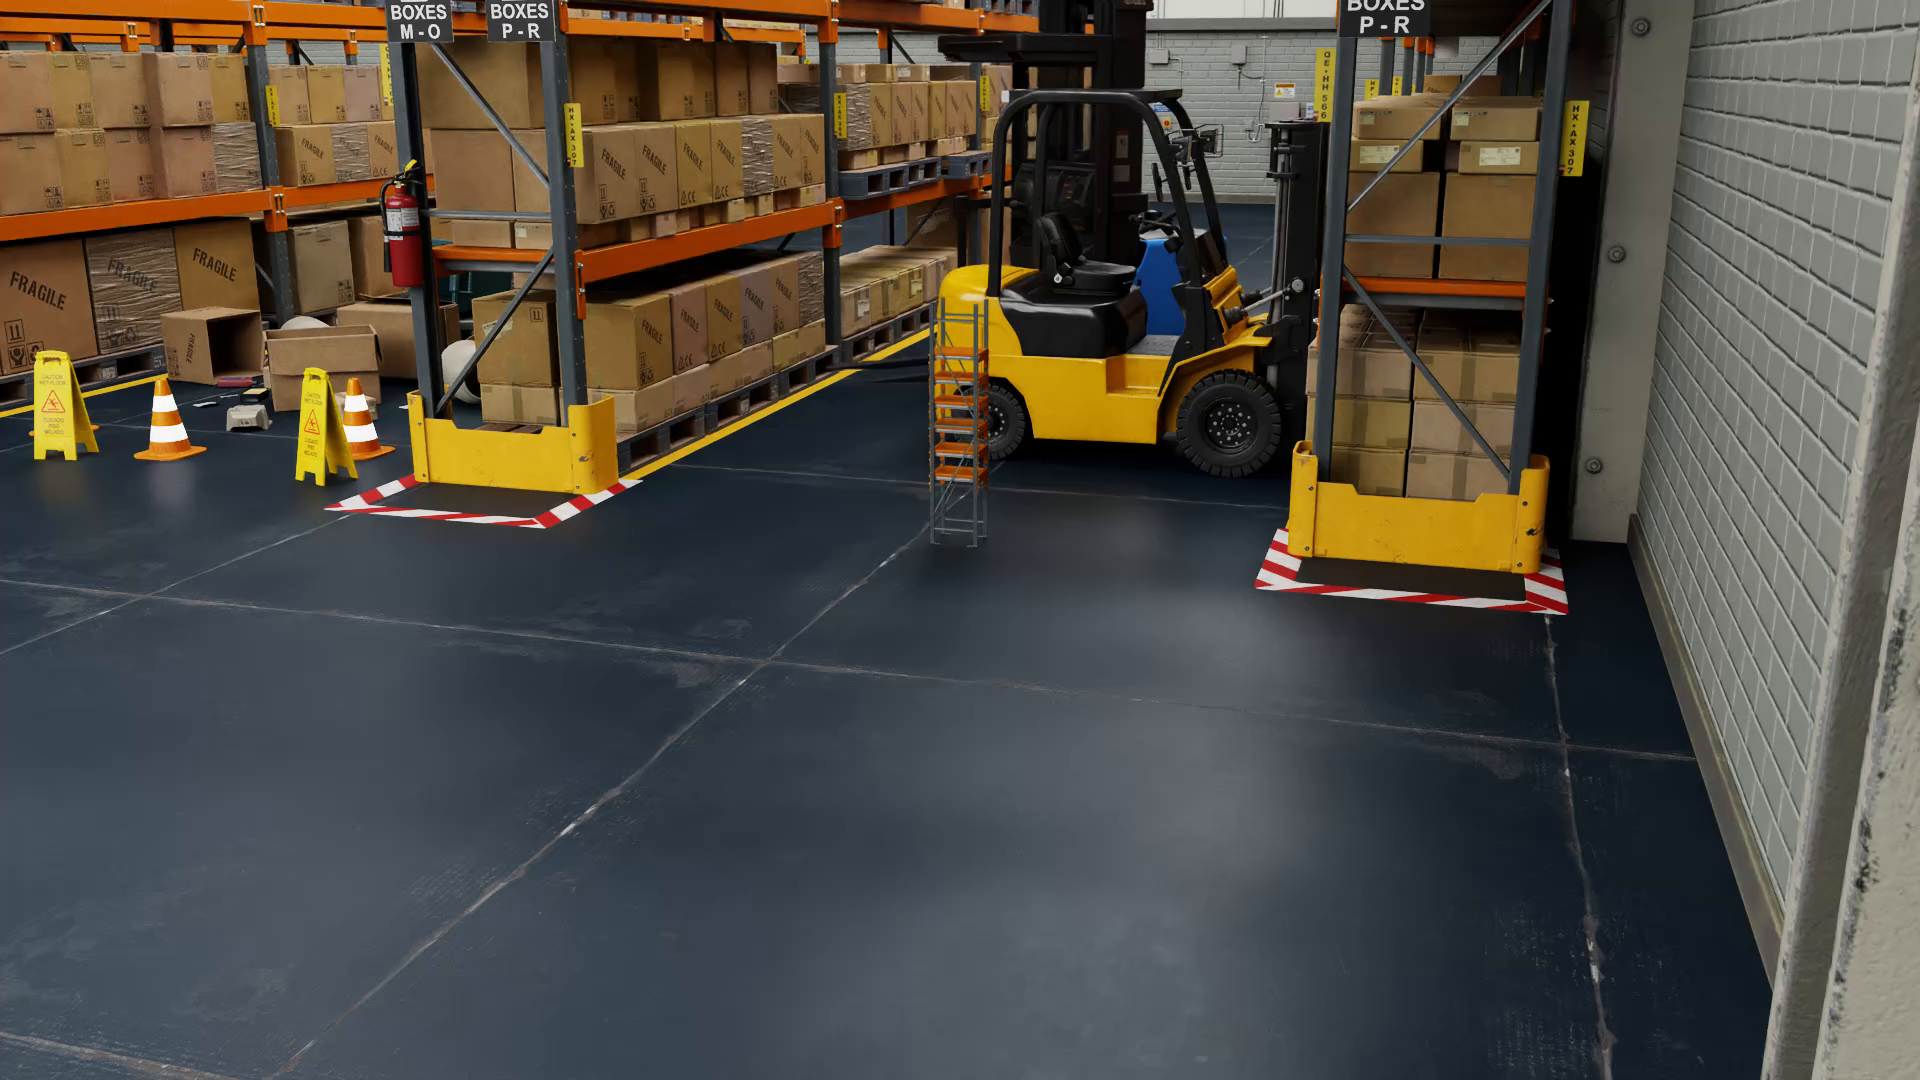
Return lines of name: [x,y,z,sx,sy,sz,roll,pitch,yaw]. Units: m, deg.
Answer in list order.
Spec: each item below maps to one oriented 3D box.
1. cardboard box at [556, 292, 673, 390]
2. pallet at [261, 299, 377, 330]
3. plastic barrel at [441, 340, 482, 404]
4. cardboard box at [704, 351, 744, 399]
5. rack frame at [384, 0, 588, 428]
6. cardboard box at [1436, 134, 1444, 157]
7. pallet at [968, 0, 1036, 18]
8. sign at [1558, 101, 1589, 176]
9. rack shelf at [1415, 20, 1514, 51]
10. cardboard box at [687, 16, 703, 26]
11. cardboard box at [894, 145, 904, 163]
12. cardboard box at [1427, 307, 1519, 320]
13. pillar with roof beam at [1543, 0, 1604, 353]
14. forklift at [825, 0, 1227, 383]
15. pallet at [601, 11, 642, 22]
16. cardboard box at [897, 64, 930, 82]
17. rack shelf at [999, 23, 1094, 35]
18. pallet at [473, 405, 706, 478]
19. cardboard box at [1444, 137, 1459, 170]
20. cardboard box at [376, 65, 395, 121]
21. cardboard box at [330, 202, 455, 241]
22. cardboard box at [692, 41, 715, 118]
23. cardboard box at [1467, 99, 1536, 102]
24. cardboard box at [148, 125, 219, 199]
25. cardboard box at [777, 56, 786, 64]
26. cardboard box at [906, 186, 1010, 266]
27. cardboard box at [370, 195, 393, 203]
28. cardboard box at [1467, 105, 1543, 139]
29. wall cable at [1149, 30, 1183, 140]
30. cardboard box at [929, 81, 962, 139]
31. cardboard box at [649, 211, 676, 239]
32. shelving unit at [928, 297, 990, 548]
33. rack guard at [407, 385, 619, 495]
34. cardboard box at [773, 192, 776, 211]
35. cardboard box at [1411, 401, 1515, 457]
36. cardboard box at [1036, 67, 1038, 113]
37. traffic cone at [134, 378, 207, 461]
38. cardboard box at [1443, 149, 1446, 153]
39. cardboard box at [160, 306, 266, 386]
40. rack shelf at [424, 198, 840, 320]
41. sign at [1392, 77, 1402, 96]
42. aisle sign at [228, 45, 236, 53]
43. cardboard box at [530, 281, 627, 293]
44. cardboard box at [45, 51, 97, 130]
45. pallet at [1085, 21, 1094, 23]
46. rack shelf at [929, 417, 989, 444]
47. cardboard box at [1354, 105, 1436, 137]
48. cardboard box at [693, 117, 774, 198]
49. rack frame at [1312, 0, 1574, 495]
cardboard box: [-2.059,-1.196,9.945,0.500,0.500,0.500,4,16,14]
pallet: [-6.051,-2.031,15.102,1.003,0.211,1.213,5,16,16]
plastic barrel: [-3.425,-1.179,11.710,0.421,0.421,0.512,-10,19,-32]
cardboard box: [-1.770,-1.106,11.001,0.500,0.250,0.500,6,17,20]
rack frame: [-2.560,-1.761,9.039,1.000,3.000,0.127,5,16,16]
cardboard box: [2.528,-2.245,9.376,0.380,0.149,0.250,5,16,16]
pallet: [0.161,-5.671,17.676,1.003,0.211,1.213,5,17,18]
sign: [2.731,-1.787,7.400,0.100,0.325,0.005,5,16,16]
rack shelf: [5.042,-5.090,16.598,1.077,0.370,4.000,5,16,16]
cardboard box: [-3.540,-6.729,21.334,0.500,0.250,0.500,5,17,19]
cardboard box: [-0.691,-3.282,14.093,0.380,0.149,0.250,5,17,16]
cardboard box: [2.961,-1.242,9.650,0.500,0.250,0.500,4,16,15]
pillar with roof beam: [0.840,-6.279,13.974,9.100,9.000,0.400,5,16,16]
forklift: [0.498,-2.565,12.001,3.031,2.935,1.130,-10,18,-30]
pallet: [-4.494,-6.185,19.487,1.213,0.211,1.003,5,16,16]
cardboard box: [-0.481,-4.109,14.632,0.380,0.149,0.250,4,16,13]
rack shelf: [1.419,-6.520,21.642,1.077,0.370,4.000,5,16,16]
pallet: [-2.274,-0.649,10.230,1.003,0.211,1.213,5,16,16]
cardboard box: [2.554,-1.875,8.071,0.380,0.149,0.250,5,16,16]
cardboard box: [-5.629,-4.223,15.705,0.700,0.500,0.500,4,16,15]
cardboard box: [-5.566,-2.949,16.584,1.050,0.750,0.750,5,17,17]
cardboard box: [-2.091,-3.120,11.271,0.700,0.500,0.500,4,16,15]
cardboard box: [3.141,-2.487,9.683,0.380,0.149,0.250,4,16,15]
cardboard box: [-6.426,-2.994,13.112,0.875,0.550,0.550,5,16,16]
cardboard box: [-2.823,-6.705,23.910,0.500,0.500,0.500,4,16,14]
cardboard box: [-0.011,-3.208,17.265,0.875,0.875,0.875,4,16,15]
cardboard box: [-8.387,-5.015,23.637,0.875,0.875,0.875,5,16,16]
cardboard box: [2.636,-2.016,8.023,0.380,0.149,0.250,5,17,18]
wall cable: [3.567,-7.927,28.862,0.585,1.953,0.123,5,16,16]
cardboard box: [-0.286,-3.970,15.332,0.500,0.500,0.500,4,16,15]
cardboard box: [-1.938,-1.906,10.011,0.380,0.149,0.250,5,17,17]
shelving unit: [-0.004,-0.573,8.152,0.258,1.200,0.189,5,16,16]
rack guard: [-2.538,-0.578,9.451,1.175,0.500,0.348,5,16,16]
cardboard box: [-1.520,-2.386,11.706,0.380,0.149,0.250,4,16,15]
cardboard box: [2.533,-0.603,8.312,0.500,0.250,0.500,5,17,17]
cardboard box: [0.661,-5.026,18.536,0.500,0.500,0.500,5,17,18]
traffic cone: [-4.835,-0.750,10.125,0.336,0.463,0.334,5,16,16]
cardboard box: [2.685,-2.105,10.071,0.500,0.500,0.500,4,16,15]
cardboard box: [-5.655,-1.477,12.617,0.500,0.500,0.500,8,18,25]
rack shelf: [-1.992,-1.938,10.982,1.077,0.370,4.000,5,16,16]
sign: [3.951,-4.028,15.057,0.100,0.325,0.005,5,16,16]
aisle sign: [-11.962,-8.346,27.493,0.394,0.787,0.004,5,16,16]
cardboard box: [-2.437,-1.367,10.548,0.500,0.500,0.500,5,17,18]
cardboard box: [-6.809,-3.239,12.000,0.875,0.550,0.500,5,16,16]
pallet: [1.441,-6.832,21.584,1.003,0.211,1.213,5,16,16]
rack shelf: [-0.004,-0.531,8.164,0.258,0.103,0.180,5,16,16]
cardboard box: [2.140,-2.057,8.167,0.380,0.149,0.250,5,16,16]
cardboard box: [-1.594,-2.591,11.240,0.500,0.500,0.500,5,17,17]
rack frame: [2.200,-1.377,7.686,1.000,3.000,0.127,5,16,16]
